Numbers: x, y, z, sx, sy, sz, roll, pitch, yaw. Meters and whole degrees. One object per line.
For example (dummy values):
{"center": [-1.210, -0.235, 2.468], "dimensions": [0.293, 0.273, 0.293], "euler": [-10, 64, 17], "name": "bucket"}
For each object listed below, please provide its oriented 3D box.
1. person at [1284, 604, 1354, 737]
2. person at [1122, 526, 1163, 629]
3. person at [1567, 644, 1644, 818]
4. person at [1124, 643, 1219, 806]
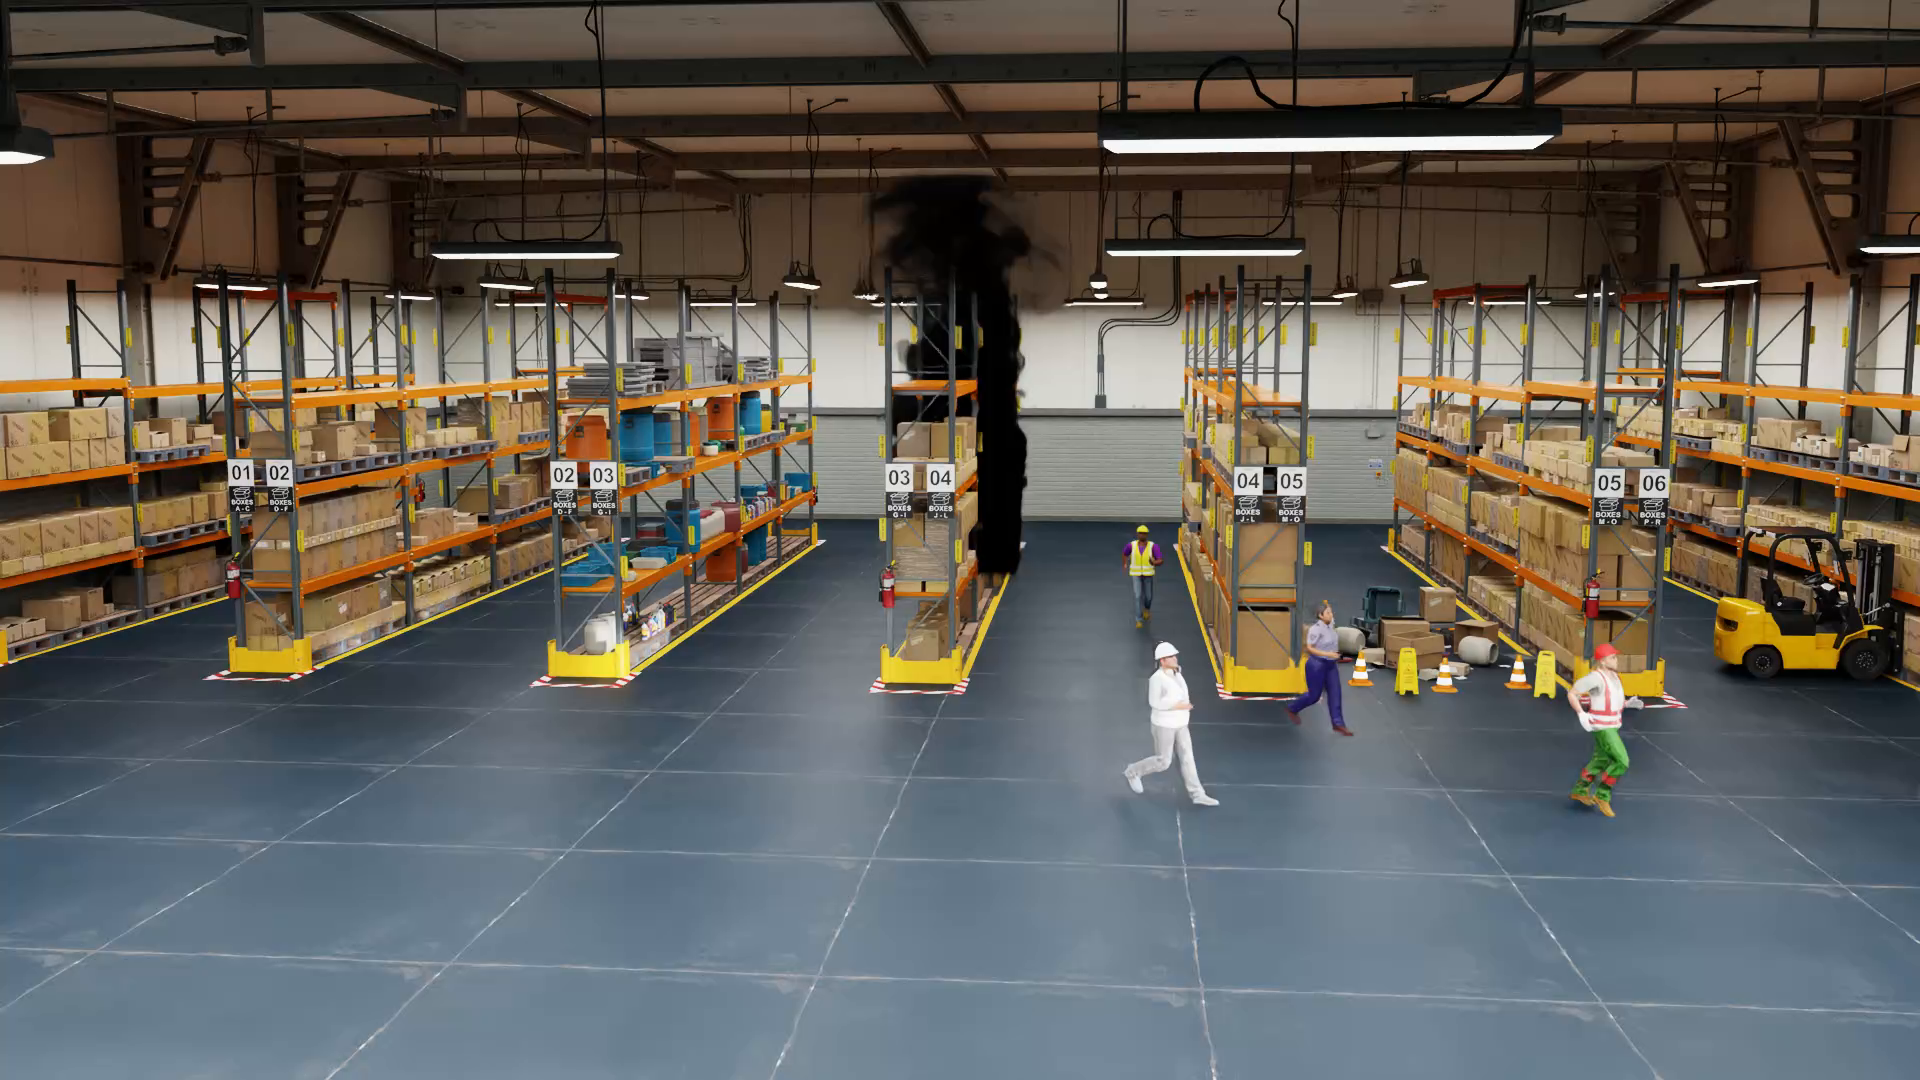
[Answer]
{"center": [4.571, 1.629, 21.085], "dimensions": [0.605, 1.646, 0.941], "euler": [-7, 10, -45], "name": "person"}
{"center": [3.153, 0.618, 28.846], "dimensions": [0.699, 1.747, 0.968], "euler": [1, 7, 5], "name": "person"}
{"center": [6.802, 1.999, 17.500], "dimensions": [0.729, 1.817, 0.641], "euler": [7, 10, 44], "name": "person"}
{"center": [2.277, 1.951, 17.769], "dimensions": [1.079, 1.719, 0.672], "euler": [6, 9, 39], "name": "person"}
